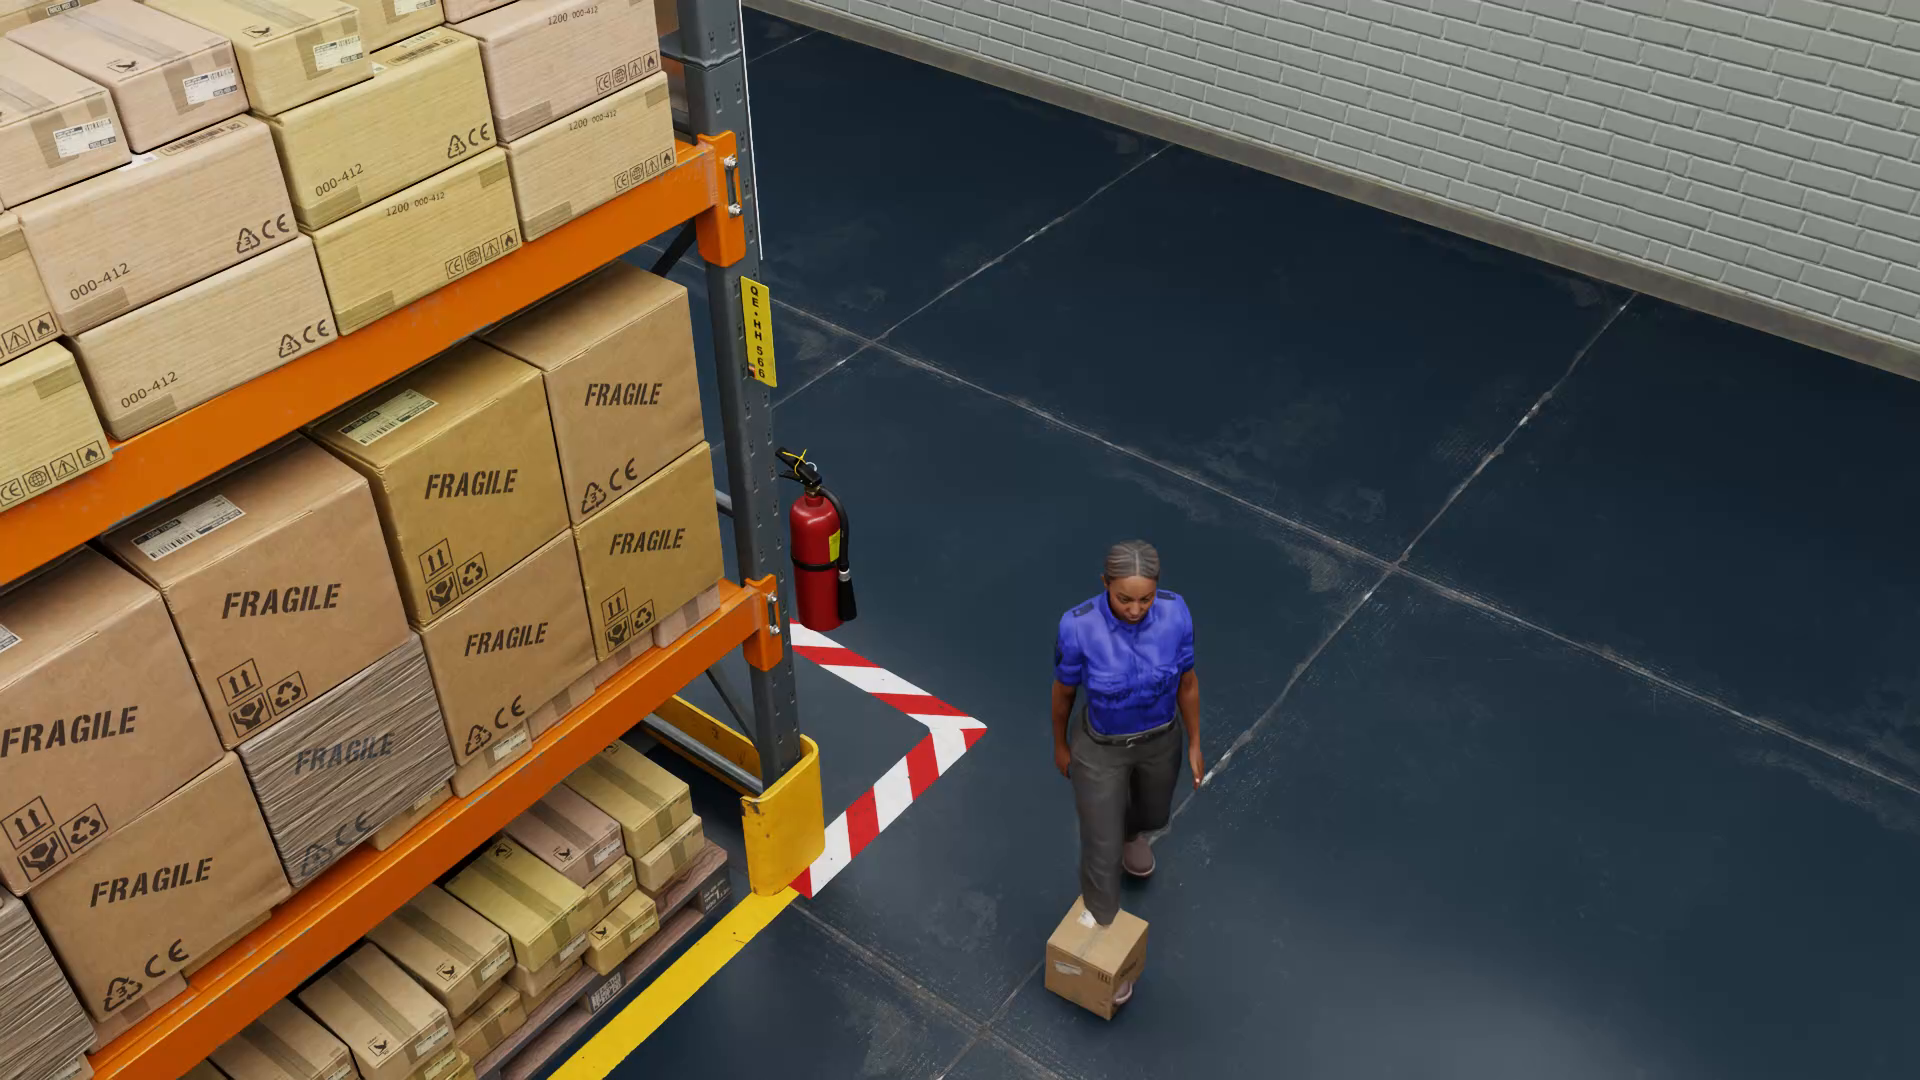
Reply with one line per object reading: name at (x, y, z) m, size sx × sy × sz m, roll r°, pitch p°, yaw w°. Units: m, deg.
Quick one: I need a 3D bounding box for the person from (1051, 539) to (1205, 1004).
person at (0.545, 0.677, 5.301) m, size 0.468 × 1.639 × 0.783 m, roll -10°, pitch 40°, yaw -12°
